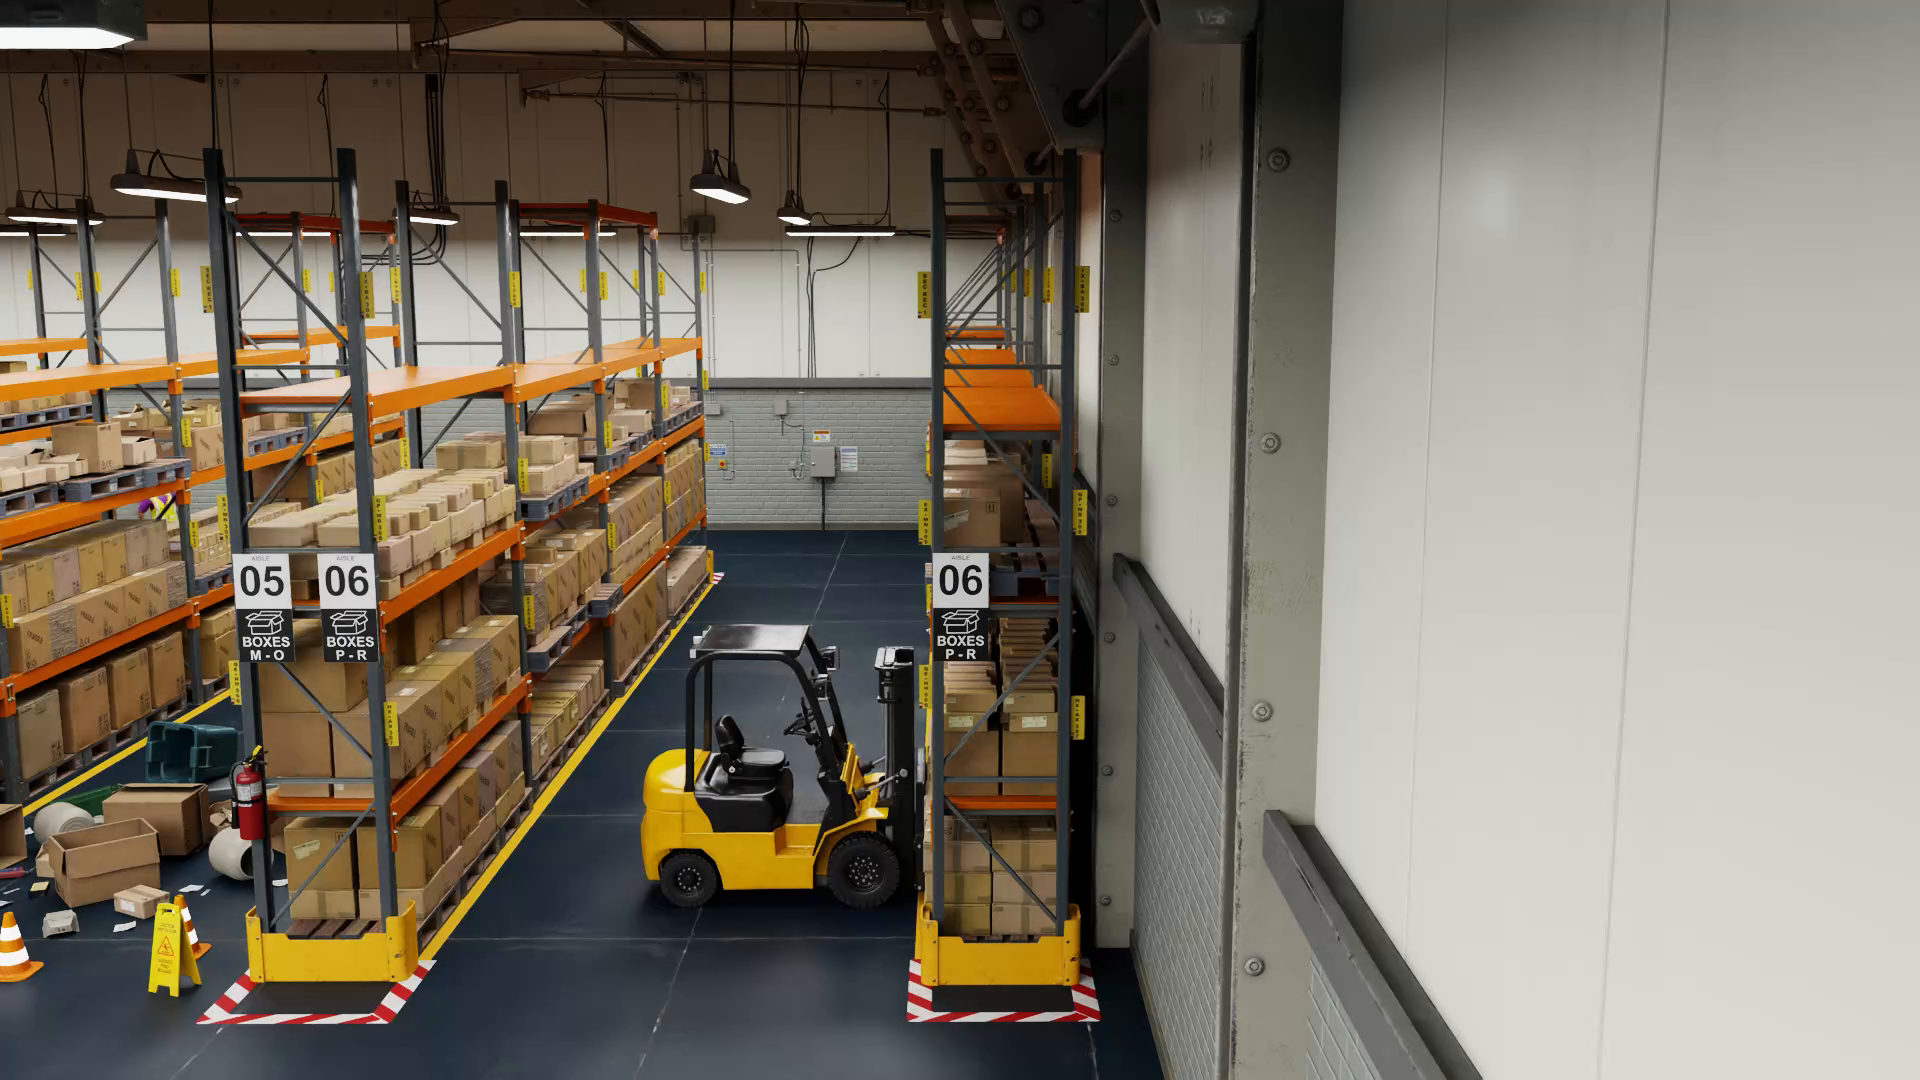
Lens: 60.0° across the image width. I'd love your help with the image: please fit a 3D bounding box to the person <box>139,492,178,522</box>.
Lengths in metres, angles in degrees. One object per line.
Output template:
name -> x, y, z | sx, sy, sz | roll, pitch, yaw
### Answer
person -> -13.600, -0.226, 28.501 | 0.778, 1.707, 0.755 | 8, 12, 39
